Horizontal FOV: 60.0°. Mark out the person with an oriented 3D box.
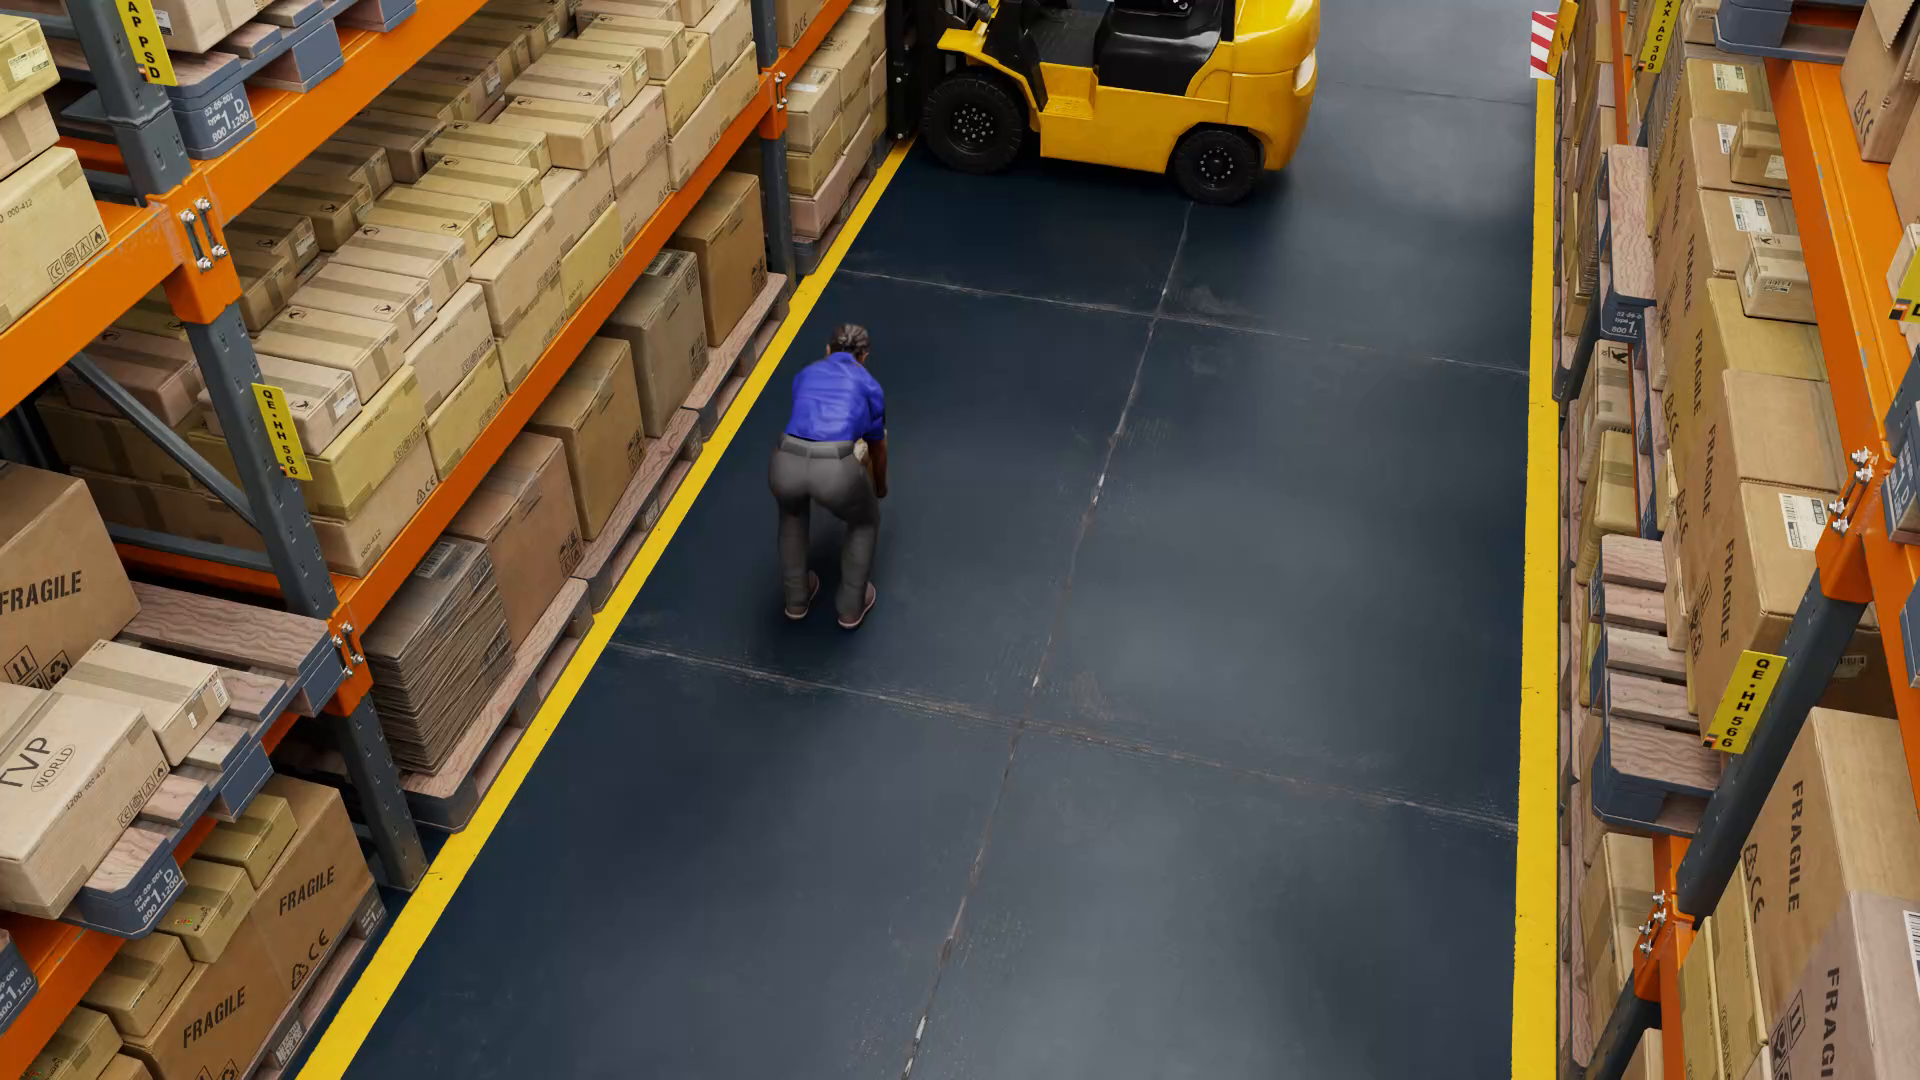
[{"bbox_3d":[-0.561,-0.334,6.544,0.522,1.653,0.348,7,42,8],"label":"person"}]
